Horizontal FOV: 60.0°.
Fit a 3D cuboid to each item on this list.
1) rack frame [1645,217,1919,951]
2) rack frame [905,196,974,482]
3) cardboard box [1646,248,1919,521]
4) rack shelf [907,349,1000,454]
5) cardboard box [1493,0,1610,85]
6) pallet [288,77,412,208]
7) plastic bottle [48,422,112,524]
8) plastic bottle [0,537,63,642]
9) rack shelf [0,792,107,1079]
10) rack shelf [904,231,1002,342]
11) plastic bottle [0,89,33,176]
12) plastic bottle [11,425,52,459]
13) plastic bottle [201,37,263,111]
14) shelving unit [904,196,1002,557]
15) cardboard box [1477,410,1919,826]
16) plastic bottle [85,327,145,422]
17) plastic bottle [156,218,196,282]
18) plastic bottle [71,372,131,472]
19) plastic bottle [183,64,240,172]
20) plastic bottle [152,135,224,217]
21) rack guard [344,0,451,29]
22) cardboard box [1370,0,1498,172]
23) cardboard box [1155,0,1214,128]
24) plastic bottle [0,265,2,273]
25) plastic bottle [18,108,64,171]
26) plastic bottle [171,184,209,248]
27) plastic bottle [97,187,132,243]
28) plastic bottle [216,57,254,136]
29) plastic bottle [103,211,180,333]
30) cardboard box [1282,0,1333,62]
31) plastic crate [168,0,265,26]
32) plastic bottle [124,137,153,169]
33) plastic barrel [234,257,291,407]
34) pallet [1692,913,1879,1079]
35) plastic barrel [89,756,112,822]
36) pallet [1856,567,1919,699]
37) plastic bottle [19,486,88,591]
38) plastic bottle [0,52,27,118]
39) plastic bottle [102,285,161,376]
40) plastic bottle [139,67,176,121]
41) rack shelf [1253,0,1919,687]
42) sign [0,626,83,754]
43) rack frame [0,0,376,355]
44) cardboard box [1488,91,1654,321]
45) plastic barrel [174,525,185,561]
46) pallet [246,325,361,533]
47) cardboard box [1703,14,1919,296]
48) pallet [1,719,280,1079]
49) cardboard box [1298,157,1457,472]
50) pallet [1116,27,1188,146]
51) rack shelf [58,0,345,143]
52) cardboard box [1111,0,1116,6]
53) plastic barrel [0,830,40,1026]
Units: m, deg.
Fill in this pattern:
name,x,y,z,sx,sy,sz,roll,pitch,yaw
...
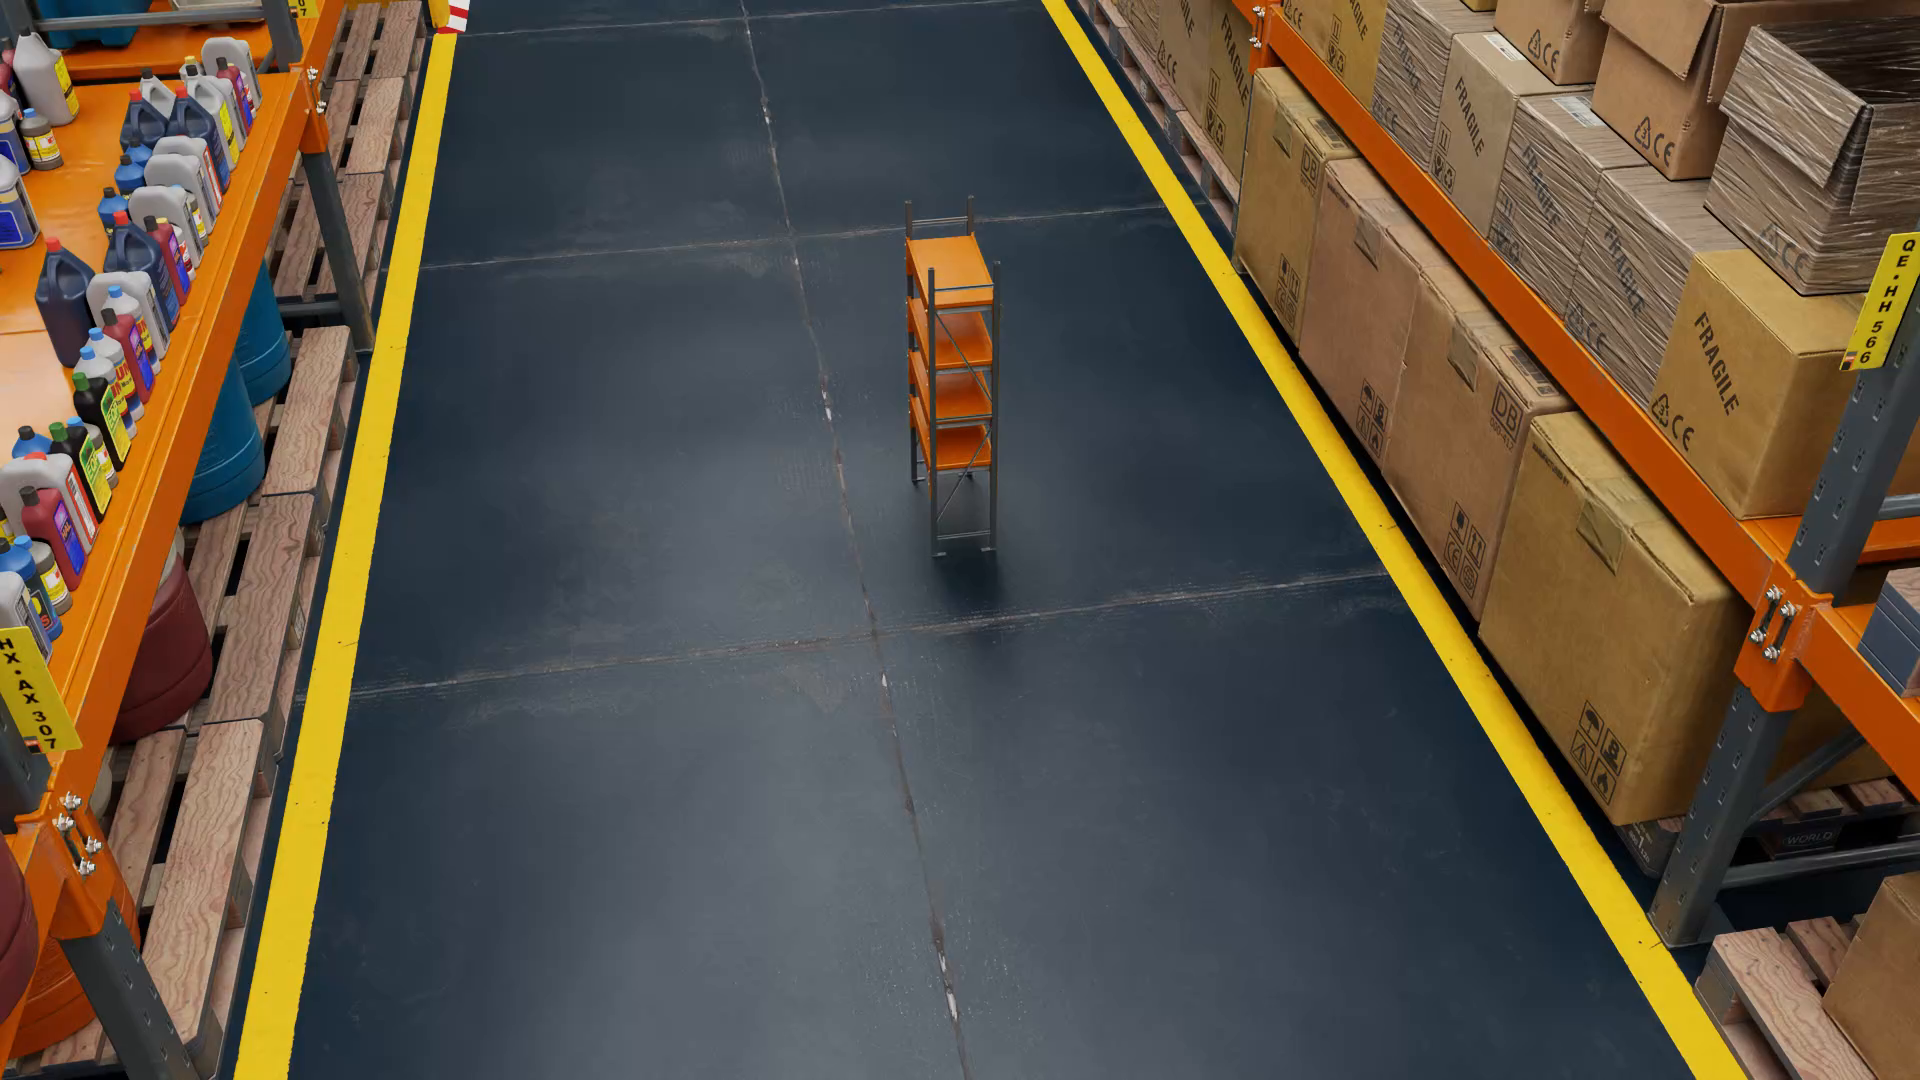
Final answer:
name,x,y,z,sx,sy,sz,roll,pitch,yaw
rack frame,2.498,-0.104,3.939,1.000,3.000,0.127,-6,38,-8
rack frame,-0.072,-0.721,6.200,0.240,1.200,0.015,-6,38,-8
cardboard box,2.167,-0.415,4.258,0.500,0.500,0.500,-5,38,-7
rack shelf,-0.029,-0.521,6.052,0.258,0.148,0.480,-6,38,-8
cardboard box,2.150,-1.782,5.199,0.797,0.503,0.637,-5,38,-6
pallet,-3.464,-2.065,8.736,1.003,0.211,1.213,-6,38,-8
plastic bottle,-2.196,-0.187,4.141,0.061,0.283,0.133,-6,38,-8
plastic bottle,-2.130,0.110,3.768,0.097,0.271,0.097,0,38,0
rack shelf,-2.028,1.920,1.919,1.077,0.370,4.000,-6,38,-8
rack shelf,-0.029,-0.884,5.770,0.258,0.148,0.480,-6,38,-8
plastic bottle,-3.310,-1.397,5.704,0.152,0.276,0.135,-6,38,-8
plastic bottle,-2.271,-0.163,4.120,0.097,0.271,0.097,0,38,0
plastic bottle,-2.693,-1.735,6.140,0.152,0.276,0.135,-6,38,-8
shelving unit,-0.029,-0.574,6.011,0.258,1.200,0.503,-6,38,-8
cardboard box,2.397,0.150,5.002,1.225,0.875,0.875,-8,39,-10
plastic bottle,-2.292,-0.448,4.487,0.097,0.271,0.097,0,38,0
plastic bottle,-2.429,-0.892,5.115,0.097,0.201,0.097,0,38,0
plastic bottle,-2.236,-0.326,4.320,0.061,0.283,0.133,-6,38,-8
plastic bottle,-2.597,-1.448,5.709,0.144,0.351,0.185,-6,38,-8
plastic bottle,-2.540,-1.210,5.464,0.152,0.276,0.135,-6,38,-8
rack guard,-3.798,-3.430,10.257,1.175,0.500,0.348,-6,38,-8
cardboard box,1.807,-1.649,5.846,0.500,0.500,0.500,-7,38,-9
cardboard box,1.602,-2.798,8.796,0.875,0.875,0.875,-6,38,-8
plastic bottle,-3.051,-0.914,5.143,0.097,0.201,0.097,0,38,0
plastic bottle,-3.190,-1.392,5.759,0.097,0.201,0.097,0,38,0
plastic bottle,-2.469,-1.032,5.296,0.097,0.201,0.097,0,38,0
plastic bottle,-2.595,-0.962,5.149,0.097,0.271,0.097,0,38,0
plastic bottle,-2.607,-1.603,5.964,0.061,0.283,0.133,-6,38,-8
plastic bottle,-2.403,-0.783,4.853,0.144,0.351,0.185,-6,38,-8
cardboard box,1.631,-2.255,6.626,0.500,0.500,0.500,-6,38,-8
plastic crate,-3.021,-2.204,6.808,0.396,0.136,0.243,-6,38,-8
plastic bottle,-2.660,-1.184,5.433,0.097,0.271,0.097,0,38,0
plastic barrel,-3.001,-0.994,6.453,0.600,0.901,0.708,-6,38,-8
pallet,2.633,1.469,4.187,1.003,0.211,1.213,-6,38,-8
plastic barrel,-2.668,0.620,4.693,0.421,0.512,0.421,0,38,0
pallet,2.727,0.390,3.459,1.213,0.211,1.003,-6,38,-8
plastic bottle,-2.149,-0.025,3.932,0.061,0.283,0.133,-6,38,-8
plastic bottle,-3.412,-1.594,5.951,0.061,0.283,0.133,-6,38,-8
plastic bottle,-2.332,-0.588,4.666,0.097,0.271,0.097,0,38,0
plastic bottle,-2.739,-1.433,5.689,0.144,0.351,0.185,-6,38,-8
rack shelf,2.147,-1.028,5.715,1.077,0.370,4.000,-6,38,-8
sign,-1.838,0.300,3.285,0.100,0.325,0.005,-6,38,-8
rack frame,-3.080,-1.988,6.363,1.000,3.000,0.127,-6,38,-8
cardboard box,1.991,-1.030,5.050,0.500,0.500,0.500,-7,38,-9
plastic barrel,-2.866,-0.062,5.571,0.421,0.512,0.421,0,38,0
pallet,-2.986,-0.416,6.613,1.003,0.211,1.213,-6,38,-8
cardboard box,2.385,-0.983,4.172,0.797,0.503,0.637,-5,38,-6
pallet,-2.558,1.058,4.716,1.003,0.211,1.213,-6,38,-8
cardboard box,2.086,-0.923,6.383,1.225,0.875,0.875,-7,38,-10
pallet,1.523,-2.625,9.457,1.003,0.211,1.213,-6,38,-8
rack shelf,-3.431,-2.912,8.139,1.077,0.370,4.000,-6,38,-8
cardboard box,1.286,-3.885,10.196,0.875,0.875,0.875,-6,38,-8
plastic barrel,-1.999,0.622,2.893,0.600,0.536,0.708,-6,38,-8
